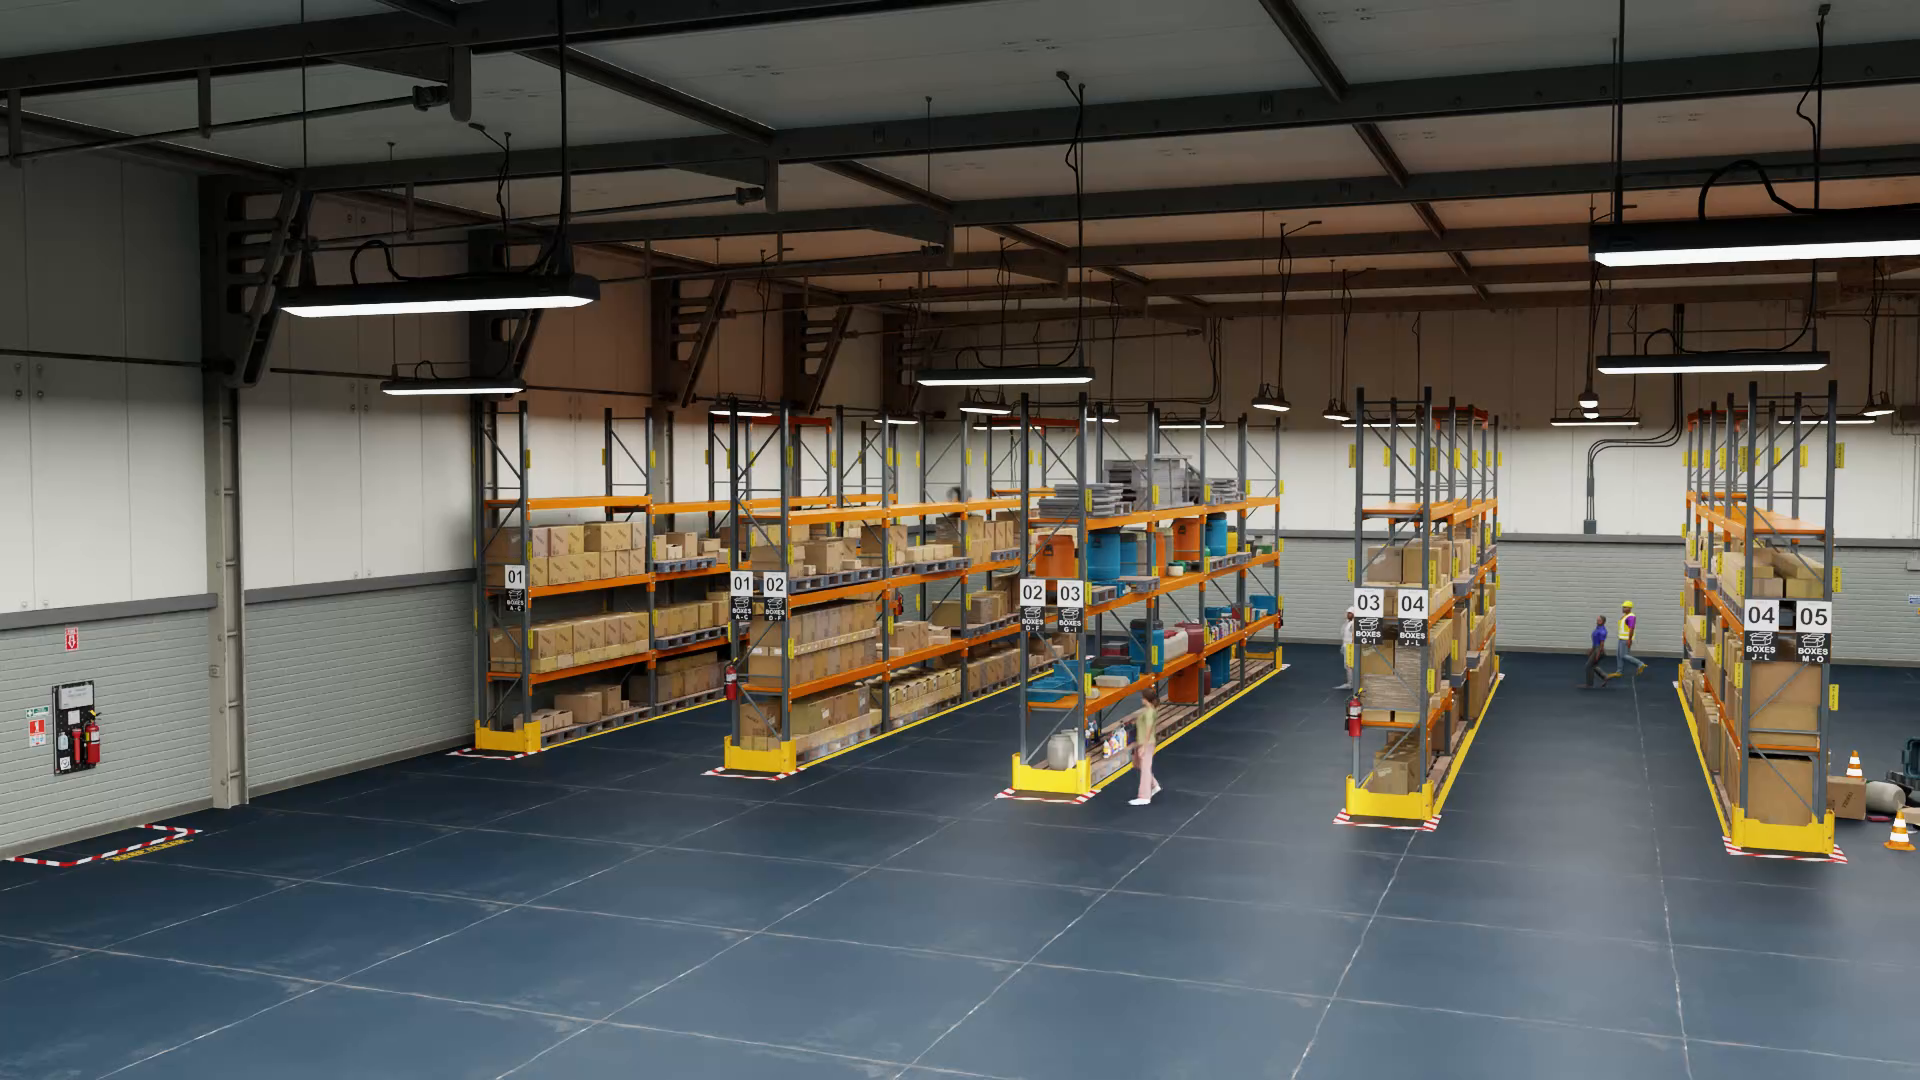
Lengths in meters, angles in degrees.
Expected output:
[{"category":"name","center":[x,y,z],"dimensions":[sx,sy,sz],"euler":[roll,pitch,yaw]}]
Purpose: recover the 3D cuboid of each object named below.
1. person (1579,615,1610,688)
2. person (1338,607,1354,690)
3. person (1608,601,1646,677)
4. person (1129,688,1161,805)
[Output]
[{"category":"person","center":[13.866,2.483,36.280],"dimensions":[0.655,1.539,0.515],"euler":[1,3,15]},{"category":"person","center":[8.491,2.346,36.276],"dimensions":[0.473,1.785,0.596],"euler":[0,3,9]},{"category":"person","center":[15.262,2.271,38.022],"dimensions":[0.754,1.755,0.592],"euler":[1,3,11]},{"category":"person","center":[2.692,2.988,24.197],"dimensions":[0.507,1.652,0.560],"euler":[0,3,-3]}]
